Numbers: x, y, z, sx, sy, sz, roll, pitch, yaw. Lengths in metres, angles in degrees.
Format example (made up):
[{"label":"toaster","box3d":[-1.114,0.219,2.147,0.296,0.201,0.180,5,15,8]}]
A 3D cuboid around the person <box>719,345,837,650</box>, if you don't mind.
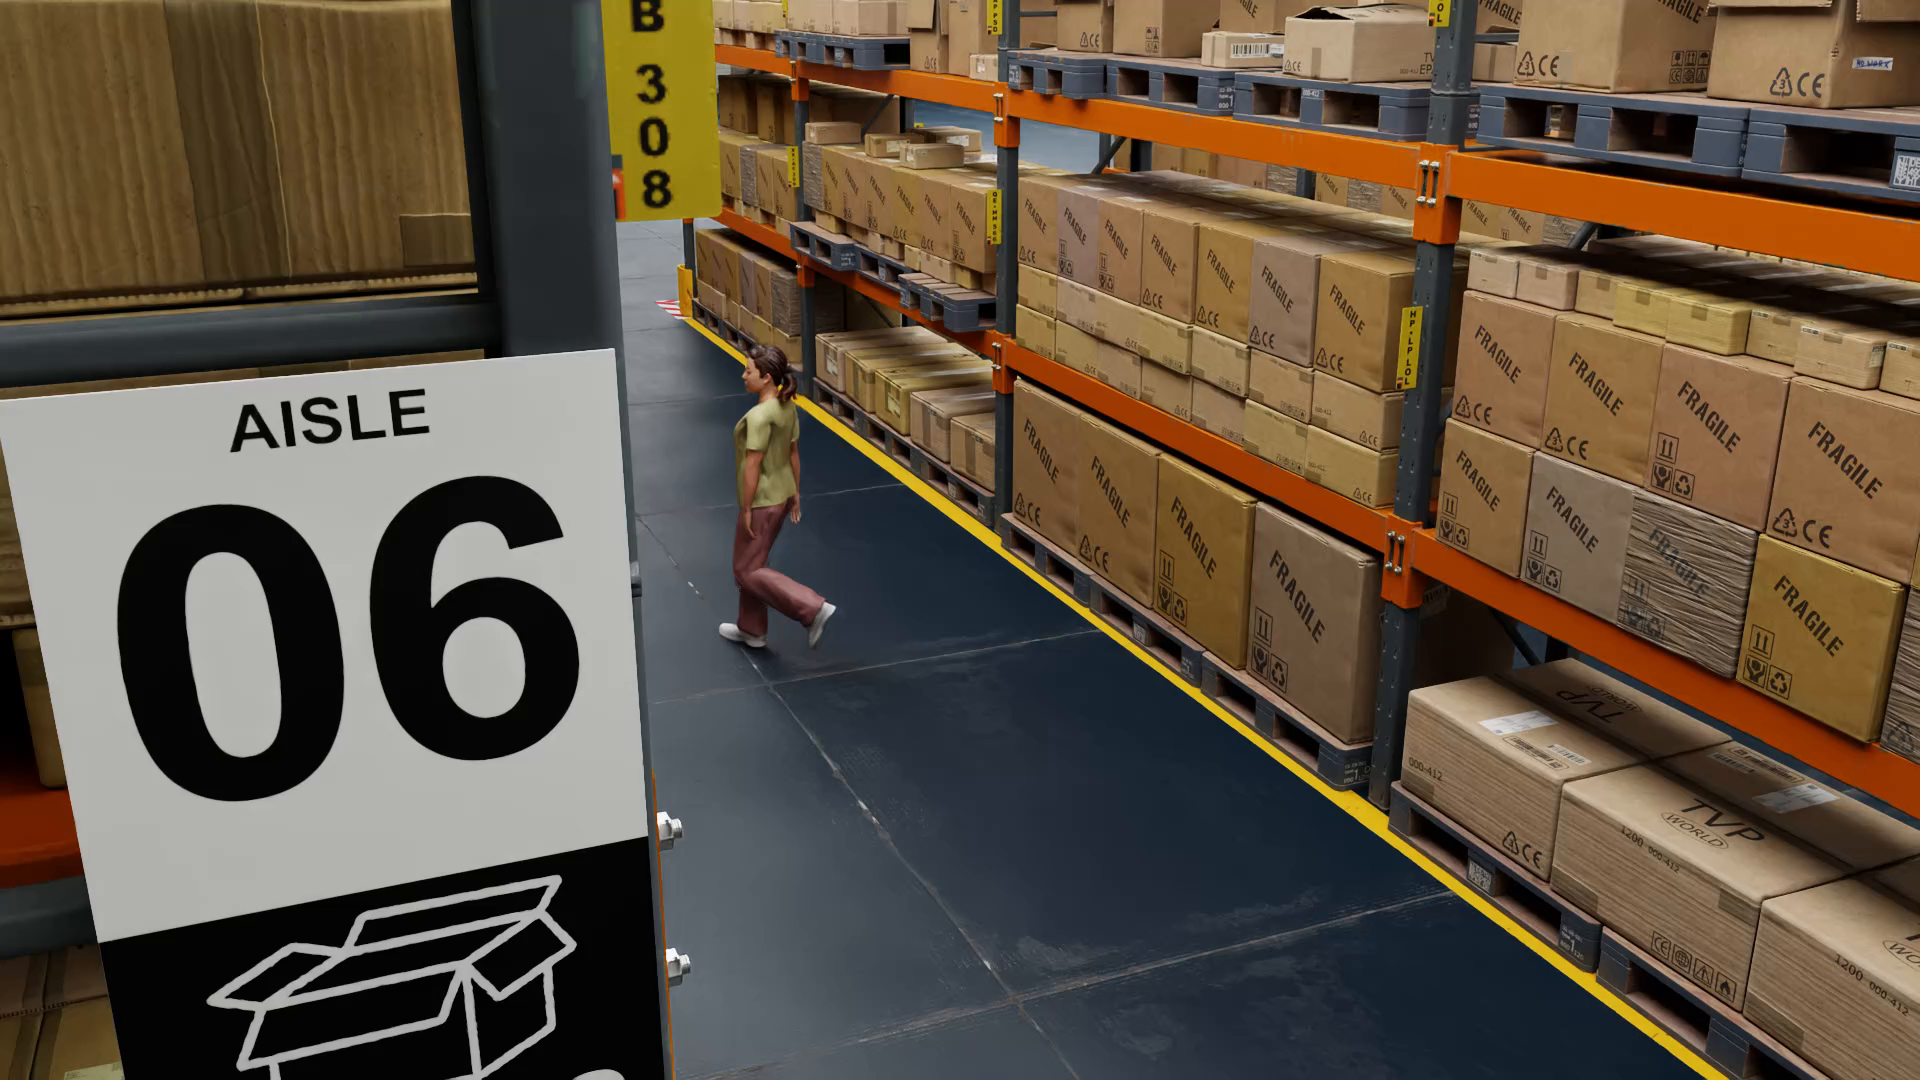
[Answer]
[{"label":"person","box3d":[-0.970,-0.191,8.612,0.779,1.642,0.471,8,20,21]}]
